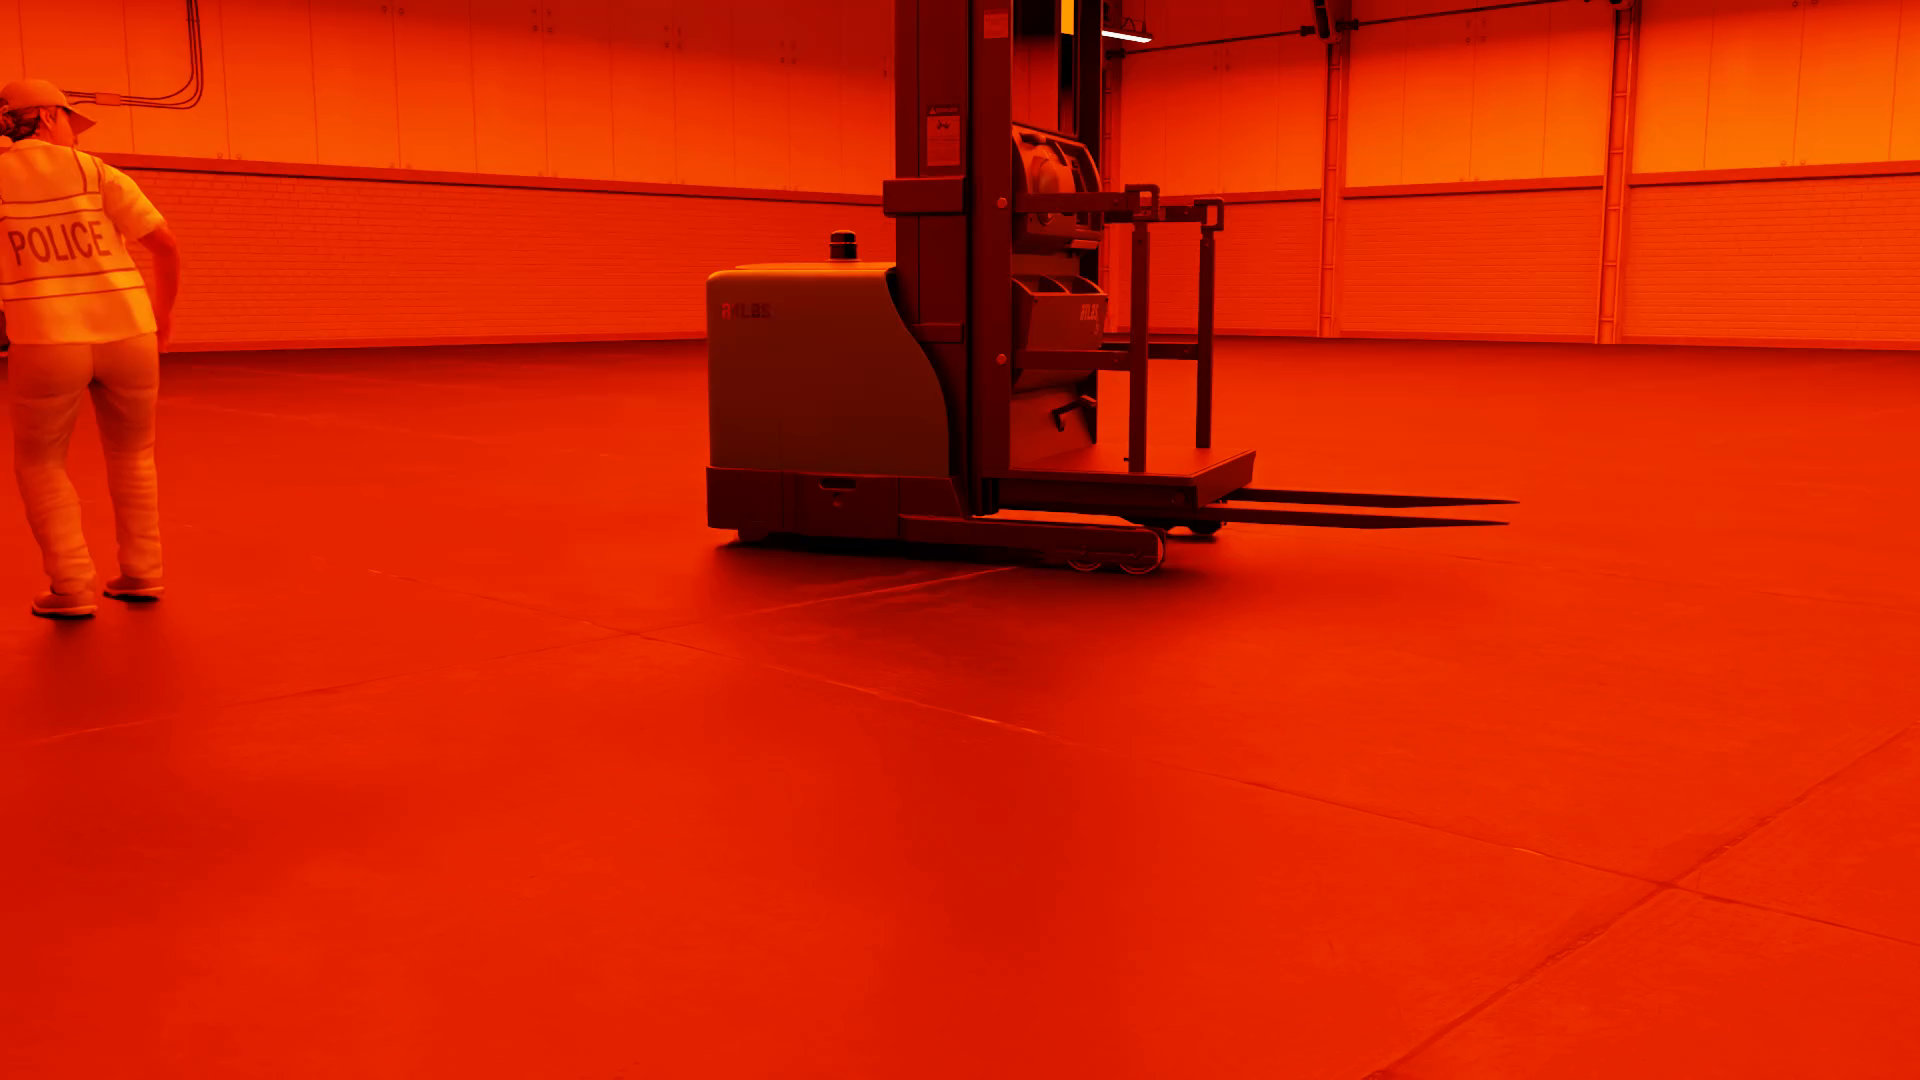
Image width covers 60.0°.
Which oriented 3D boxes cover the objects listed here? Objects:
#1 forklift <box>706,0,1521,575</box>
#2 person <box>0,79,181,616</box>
[{"bbox_3d":[0.565,-1.416,6.275,3.031,2.935,1.130,3,9,22],"label":"forklift"},{"bbox_3d":[-2.801,-0.591,5.172,0.673,1.641,0.512,-7,11,-38],"label":"person"}]
